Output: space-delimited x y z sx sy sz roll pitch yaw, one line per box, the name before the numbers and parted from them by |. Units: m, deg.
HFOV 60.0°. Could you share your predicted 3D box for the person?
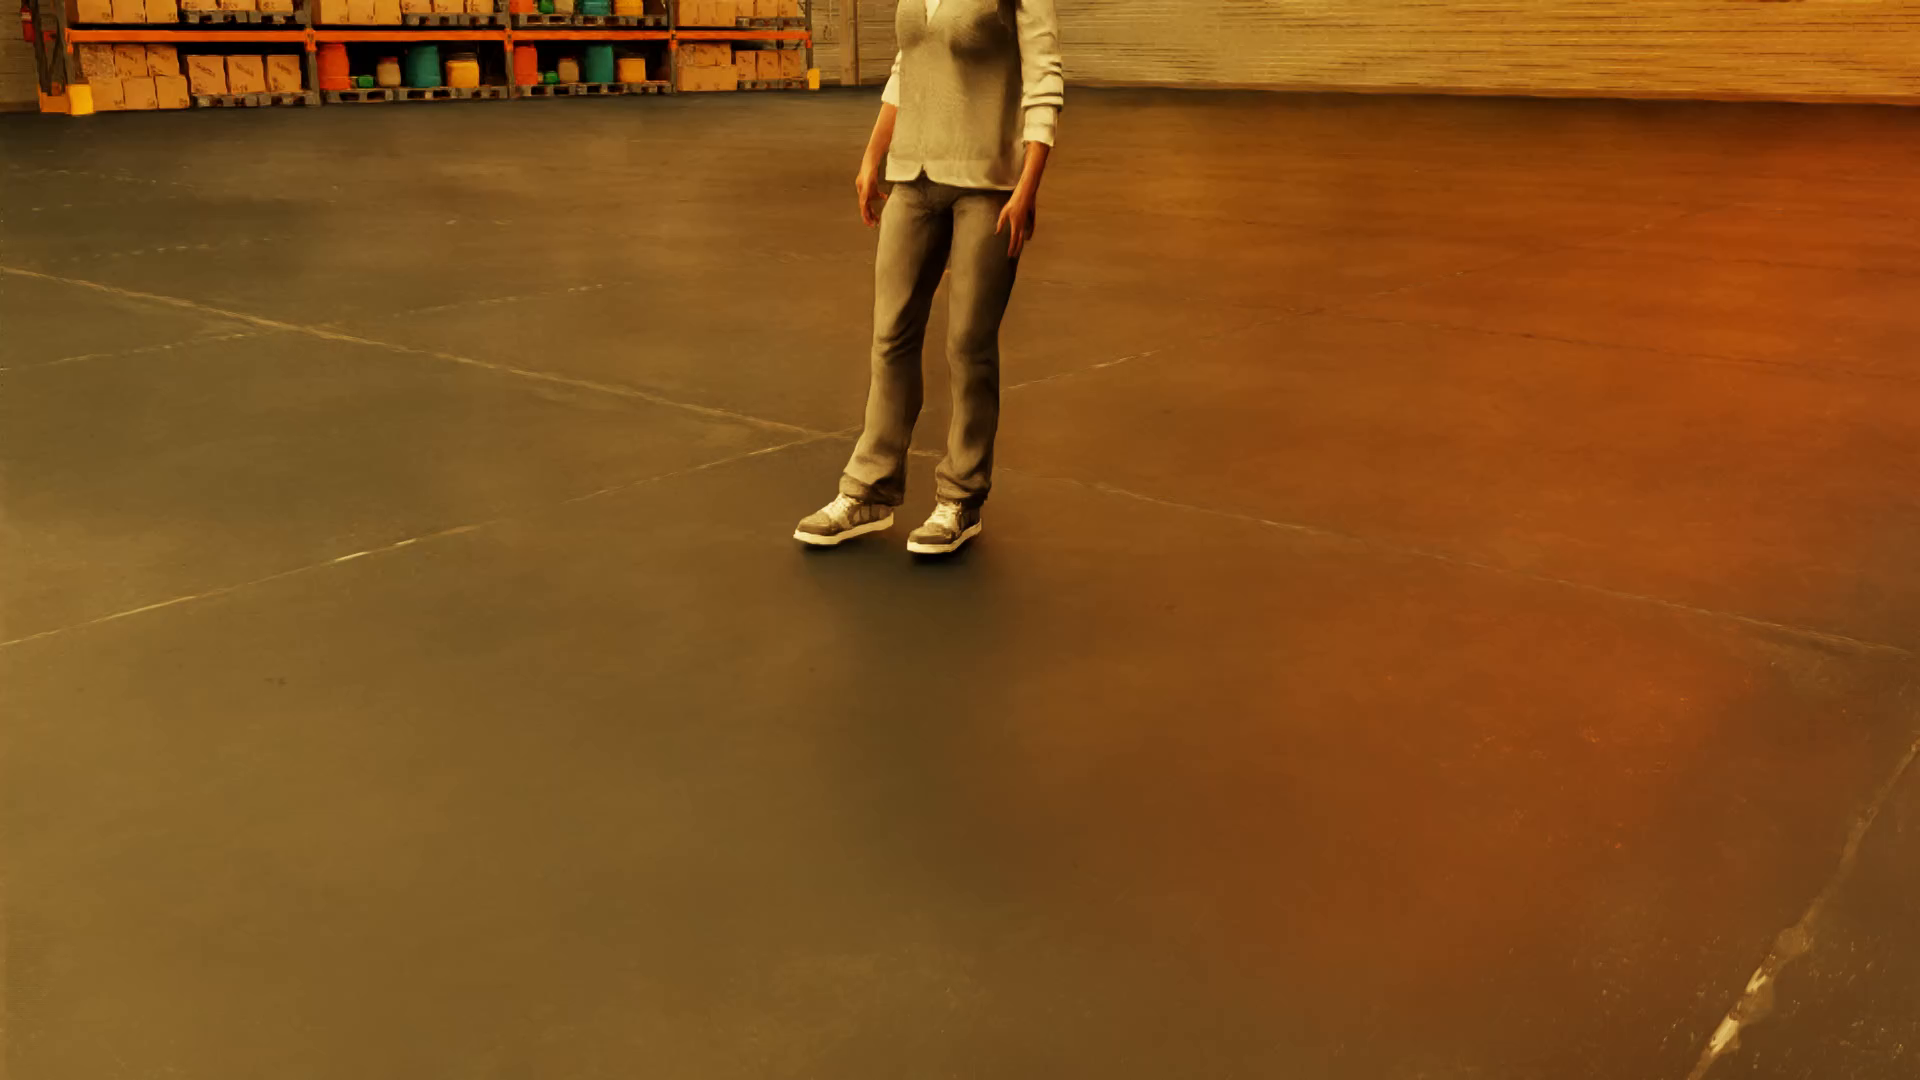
person | -0.058 -0.757 3.662 0.521 1.597 0.474 13 21 37
